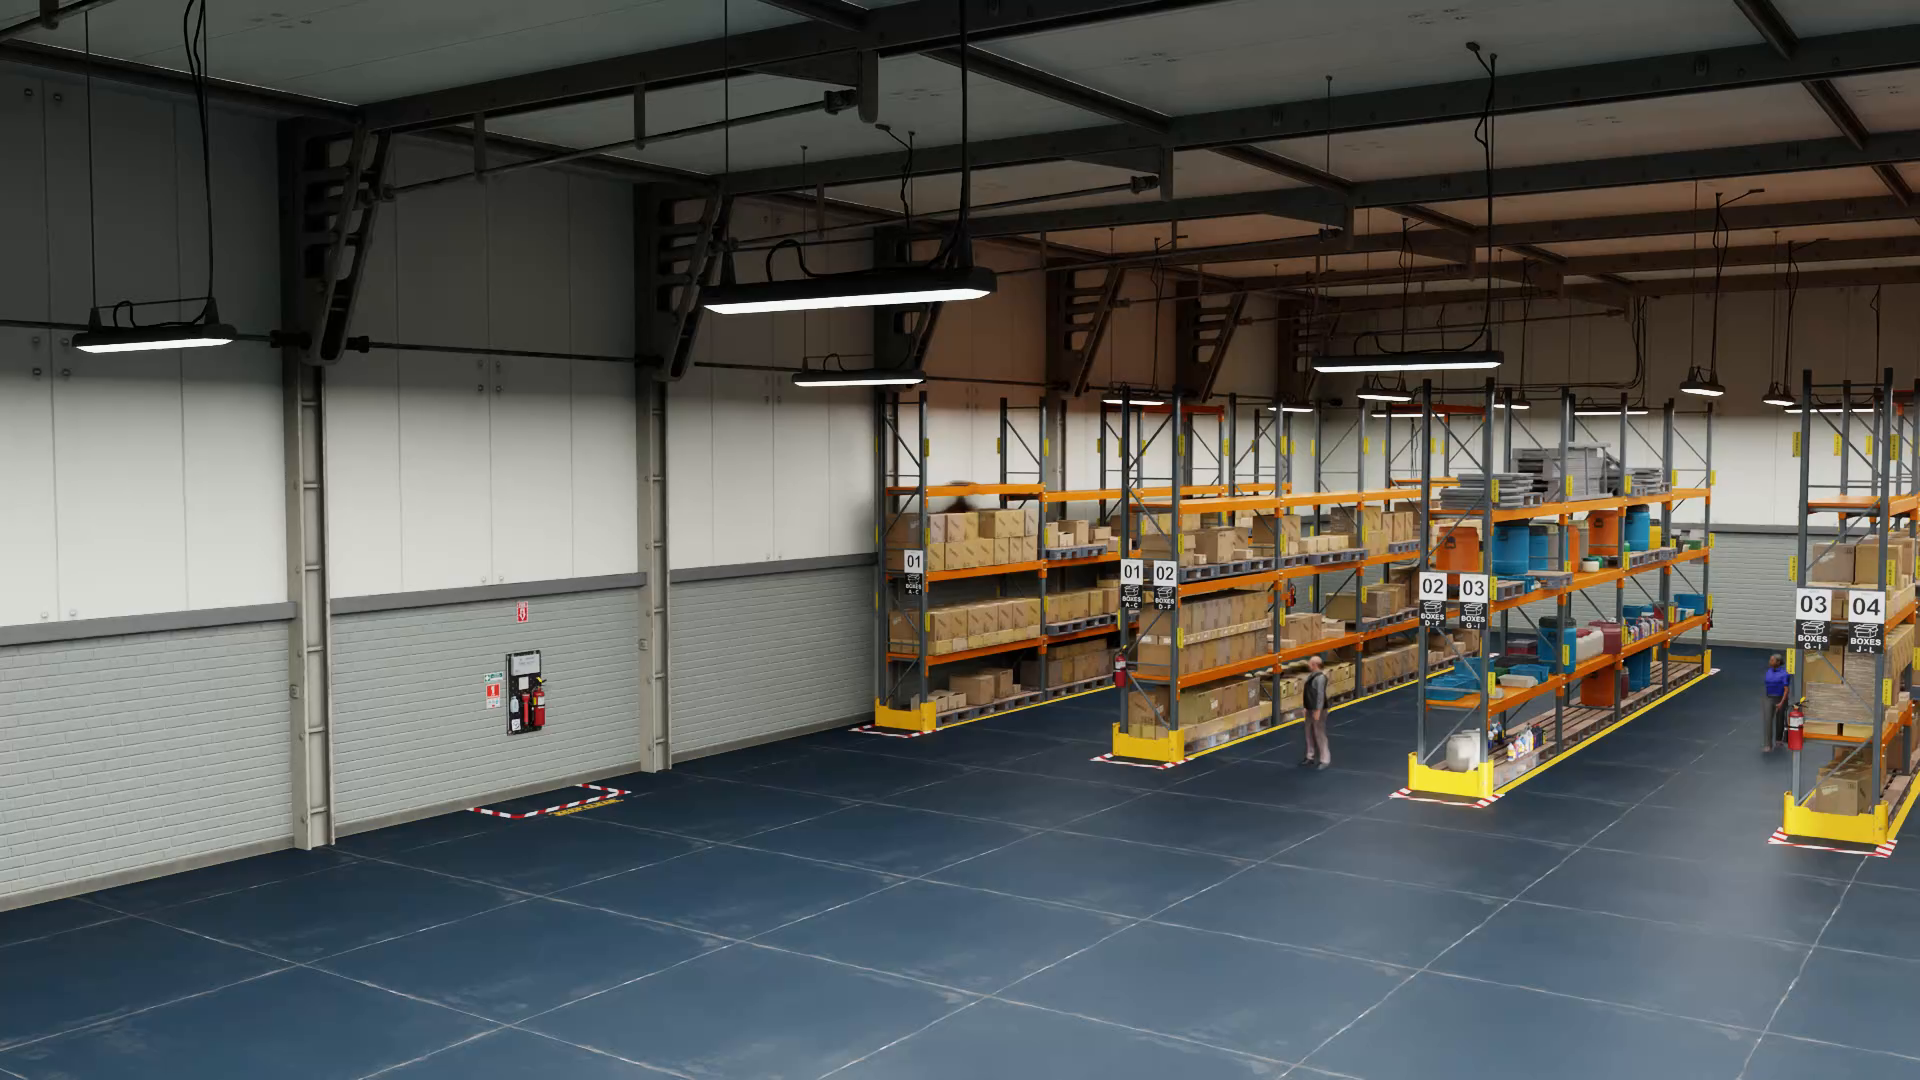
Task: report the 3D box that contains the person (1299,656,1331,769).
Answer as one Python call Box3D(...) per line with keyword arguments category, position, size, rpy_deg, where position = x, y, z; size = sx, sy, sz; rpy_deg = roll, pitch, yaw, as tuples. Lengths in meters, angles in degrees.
Box3D(category="person", position=(5.553, 2.711, 26.124), size=(0.429, 1.779, 0.574), rpy_deg=(0, 3, -9))

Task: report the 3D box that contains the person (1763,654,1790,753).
Box3D(category="person", position=(13.440, 2.669, 27.379), size=(0.391, 1.601, 1.003), rpy_deg=(2, 4, 29))
